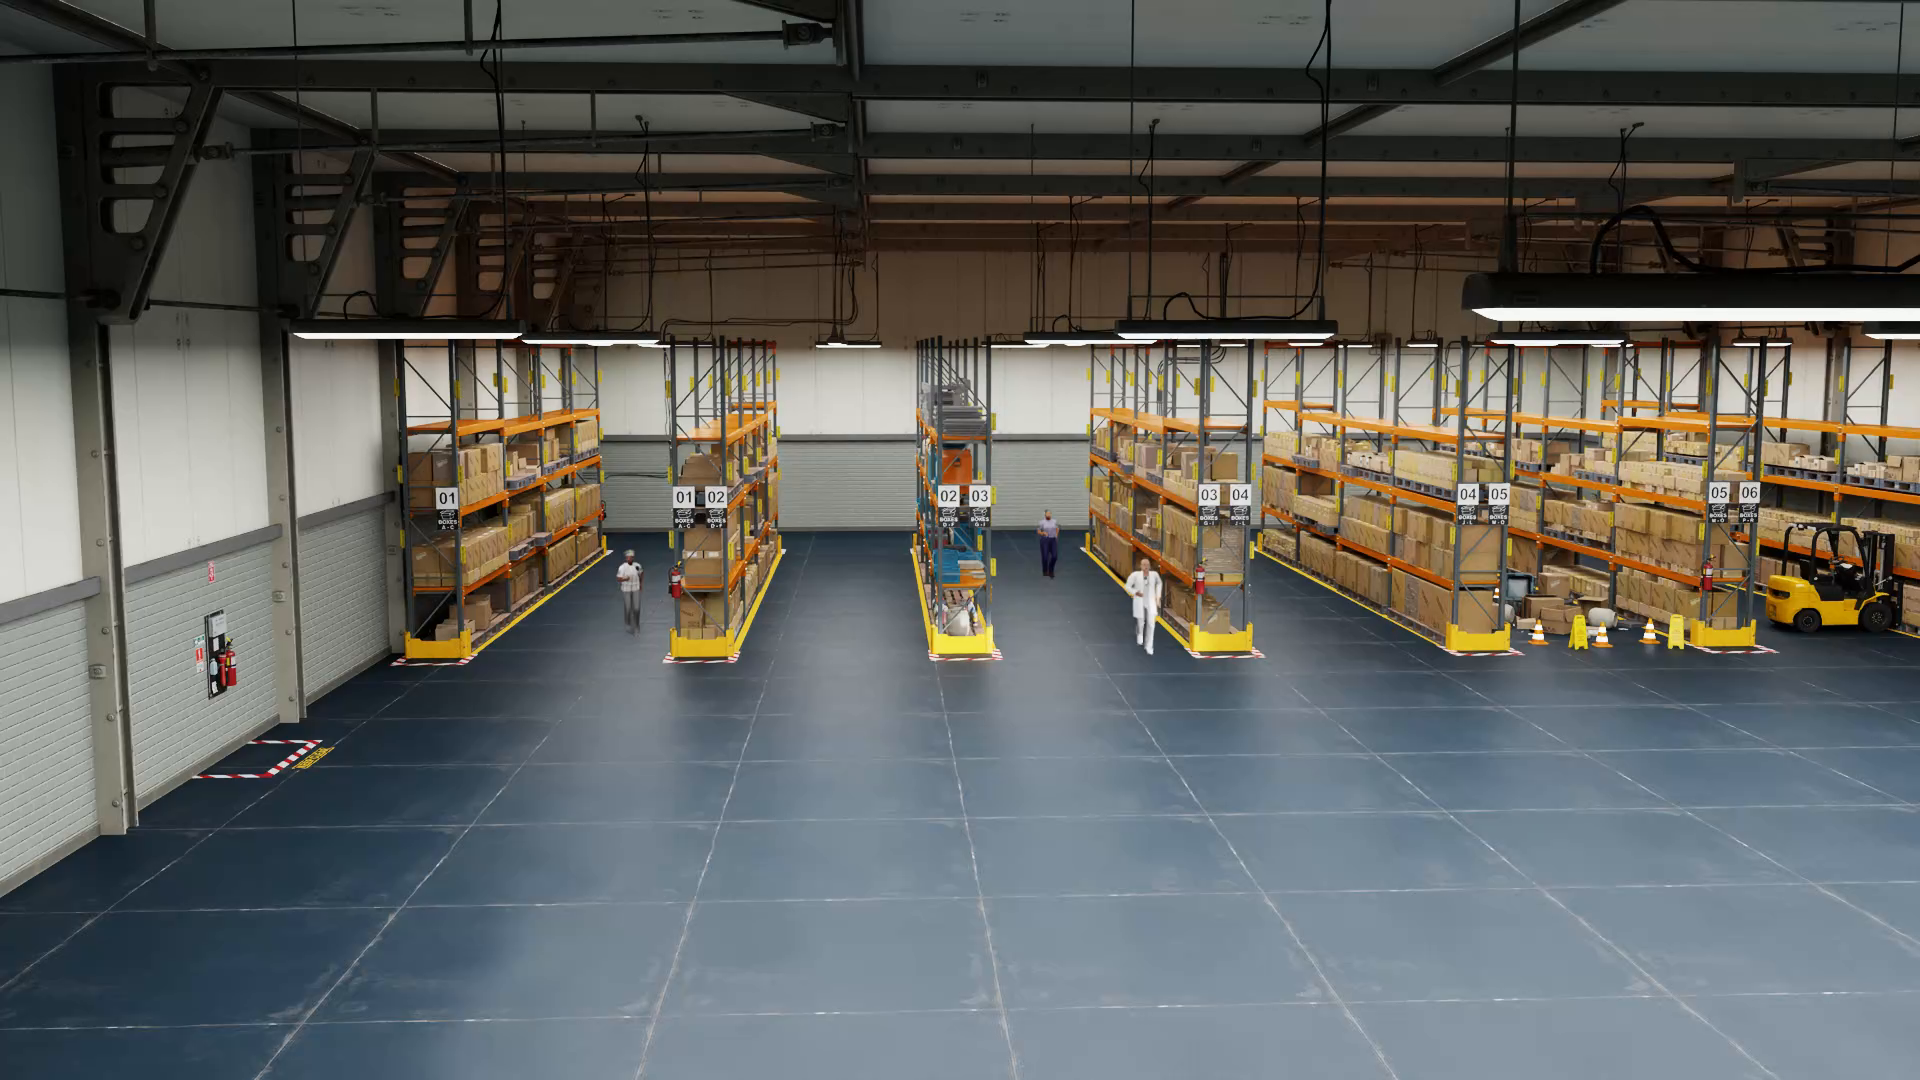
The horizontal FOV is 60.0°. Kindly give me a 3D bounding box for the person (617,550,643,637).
[{"bbox_3d":[-6.659,1.061,33.646,0.564,1.752,0.753,-2,7,-17],"label":"person"}]

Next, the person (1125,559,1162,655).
[{"bbox_3d":[3.526,1.245,31.857,0.747,1.791,0.962,0,7,-4],"label":"person"}]

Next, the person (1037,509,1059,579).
[{"bbox_3d":[2.159,0.107,40.144,0.591,1.691,0.576,-1,7,-11],"label":"person"}]
